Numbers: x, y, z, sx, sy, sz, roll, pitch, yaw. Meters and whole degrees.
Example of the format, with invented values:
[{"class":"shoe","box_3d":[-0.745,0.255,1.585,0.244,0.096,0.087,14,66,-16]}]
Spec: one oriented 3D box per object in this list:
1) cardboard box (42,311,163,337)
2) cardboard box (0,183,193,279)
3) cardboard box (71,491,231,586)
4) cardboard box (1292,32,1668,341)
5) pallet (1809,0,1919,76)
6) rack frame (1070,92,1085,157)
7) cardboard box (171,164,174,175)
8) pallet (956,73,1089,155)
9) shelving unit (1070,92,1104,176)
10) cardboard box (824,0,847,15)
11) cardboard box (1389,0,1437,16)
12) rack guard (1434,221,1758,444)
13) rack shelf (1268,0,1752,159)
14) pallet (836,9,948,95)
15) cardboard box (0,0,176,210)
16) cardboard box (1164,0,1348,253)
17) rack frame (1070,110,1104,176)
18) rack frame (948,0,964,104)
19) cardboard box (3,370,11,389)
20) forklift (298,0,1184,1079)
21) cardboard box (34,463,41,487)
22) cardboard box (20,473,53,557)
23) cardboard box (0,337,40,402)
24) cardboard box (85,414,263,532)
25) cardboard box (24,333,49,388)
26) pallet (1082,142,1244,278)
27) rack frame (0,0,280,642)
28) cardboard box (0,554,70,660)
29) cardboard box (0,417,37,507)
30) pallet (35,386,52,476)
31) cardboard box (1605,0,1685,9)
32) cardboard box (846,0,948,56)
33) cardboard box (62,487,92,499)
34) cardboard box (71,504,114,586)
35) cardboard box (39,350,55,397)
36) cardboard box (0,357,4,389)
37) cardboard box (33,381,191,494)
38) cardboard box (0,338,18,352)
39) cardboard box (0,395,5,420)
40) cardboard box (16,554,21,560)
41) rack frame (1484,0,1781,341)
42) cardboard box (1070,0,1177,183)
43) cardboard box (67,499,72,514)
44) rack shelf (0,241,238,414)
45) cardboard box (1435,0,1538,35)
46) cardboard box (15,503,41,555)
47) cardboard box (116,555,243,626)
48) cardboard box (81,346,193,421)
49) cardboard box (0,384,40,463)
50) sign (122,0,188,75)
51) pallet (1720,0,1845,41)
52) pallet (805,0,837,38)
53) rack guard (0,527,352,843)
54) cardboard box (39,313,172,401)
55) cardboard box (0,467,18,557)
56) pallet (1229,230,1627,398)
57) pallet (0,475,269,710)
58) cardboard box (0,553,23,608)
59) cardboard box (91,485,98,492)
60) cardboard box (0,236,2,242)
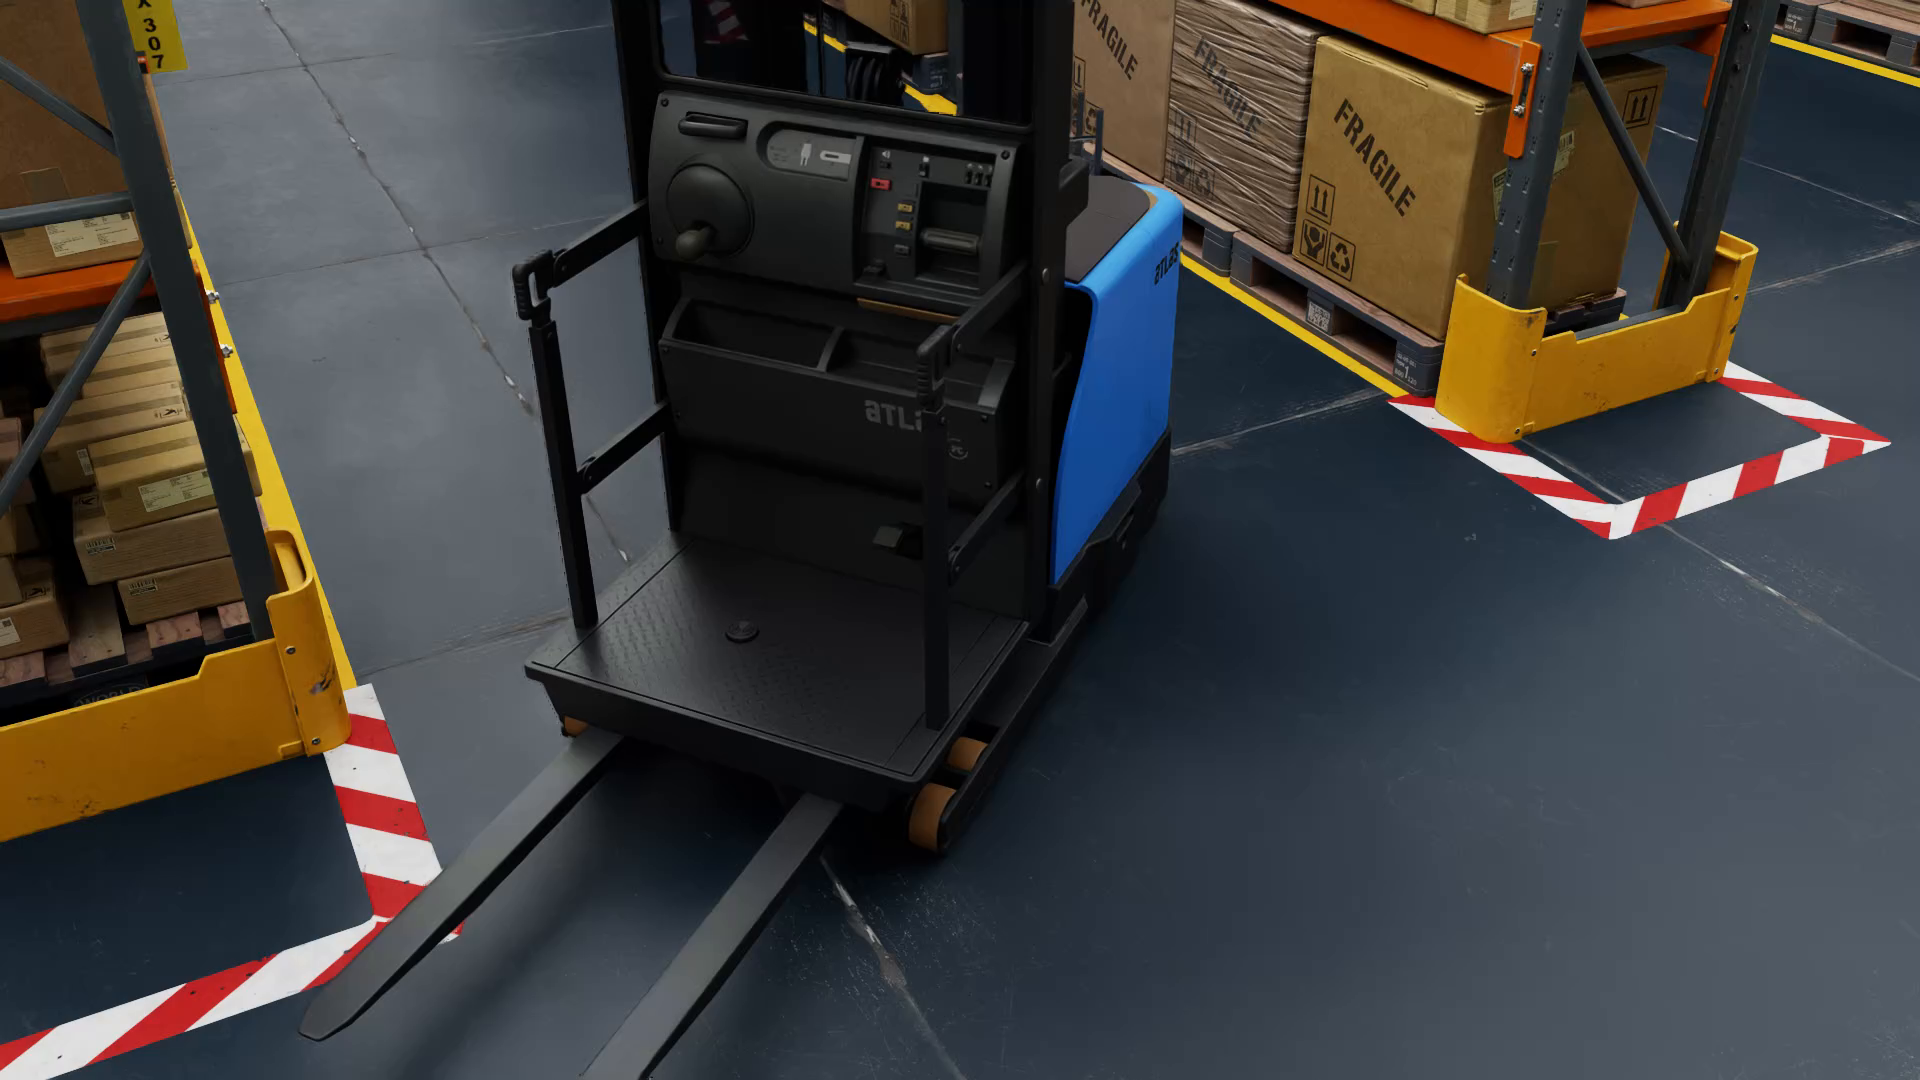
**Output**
[{"class":"cardboard box","box_3d":[-2.656,-0.673,5.222,0.380,0.149,0.250,-14,35,-21]},{"class":"cardboard box","box_3d":[-2.024,-0.756,3.882,0.380,0.149,0.250,-16,36,-23]},{"class":"cardboard box","box_3d":[-2.181,-0.041,4.511,0.380,0.149,0.250,-14,35,-21]},{"class":"cardboard box","box_3d":[1.902,-1.391,6.221,0.875,0.875,0.875,-16,36,-23]},{"class":"pallet","box_3d":[5.738,-2.880,9.550,1.003,0.211,1.213,-16,36,-23]},{"class":"rack frame","box_3d":[0.274,-0.886,5.520,0.240,1.200,0.006,-8,34,-13]},{"class":"cardboard box","box_3d":[-2.258,-1.009,4.277,0.380,0.149,0.250,-17,36,-24]},{"class":"pallet","box_3d":[0.692,-2.176,8.451,1.003,0.211,1.213,-16,36,-23]},{"class":"shelving unit","box_3d":[0.298,-0.838,5.445,0.258,1.200,0.189,-8,34,-13]},{"class":"cardboard box","box_3d":[-0.327,-3.741,9.890,1.225,0.875,0.875,-17,36,-25]},{"class":"cardboard box","box_3d":[1.692,-1.929,5.713,0.380,0.149,0.250,-15,36,-23]},{"class":"rack guard","box_3d":[2.283,-0.760,5.972,1.175,0.500,0.348,-16,36,-23]},{"class":"rack shelf","box_3d":[1.339,-2.475,7.000,1.077,0.370,4.000,-16,36,-23]},{"class":"pallet","box_3d":[-0.020,-2.908,9.593,1.003,0.211,1.213,-16,36,-23]},{"class":"cardboard box","box_3d":[-2.128,-1.075,3.780,0.500,0.500,0.500,-14,35,-21]},{"class":"cardboard box","box_3d":[1.478,-1.825,6.899,0.875,0.875,0.875,-16,36,-23]},{"class":"rack frame","box_3d":[0.322,-0.790,5.371,0.240,1.200,0.006,-8,34,-13]},{"class":"rack frame","box_3d":[0.407,-3.733,8.296,1.000,3.000,0.127,-16,36,-23]},{"class":"cardboard box","box_3d":[-3.260,-0.401,5.348,0.380,0.149,0.250,-15,36,-22]},{"class":"forklift","box_3d":[-0.397,-0.740,3.687,1.130,2.935,3.031,14,35,20]},{"class":"cardboard box","box_3d":[-2.976,-0.159,4.971,0.380,0.149,0.250,-15,36,-23]},{"class":"cardboard box","box_3d":[-2.850,-0.045,4.792,0.380,0.149,0.250,-16,36,-23]},{"class":"cardboard box","box_3d":[-3.312,-0.540,5.566,0.380,0.149,0.250,-15,36,-22]},{"class":"cardboard box","box_3d":[-2.107,-0.187,4.463,0.380,0.149,0.250,-18,37,-25]},{"class":"cardboard box","box_3d":[-2.845,-0.652,5.464,0.380,0.149,0.250,-14,35,-21]},{"class":"pallet","box_3d":[1.265,-1.593,7.541,1.003,0.211,1.213,-16,36,-23]},{"class":"rack frame","box_3d":[-2.163,-0.624,3.444,1.000,3.000,0.127,-16,36,-23]},{"class":"cardboard box","box_3d":[-2.593,0.200,4.410,0.380,0.149,0.250,-15,36,-22]},{"class":"cardboard box","box_3d":[-2.701,-0.175,4.444,0.380,0.149,0.250,-15,36,-22]},{"class":"pallet","box_3d":[-3.111,-0.465,5.780,1.003,0.211,1.213,-16,36,-23]},{"class":"cardboard box","box_3d":[2.398,-1.970,5.778,0.380,0.149,0.250,-15,36,-23]},{"class":"cardboard box","box_3d":[0.090,-3.315,9.224,1.225,0.875,0.875,-16,36,-23]},{"class":"cardboard box","box_3d":[-2.451,-0.280,4.884,0.380,0.149,0.250,-15,36,-23]},{"class":"cardboard box","box_3d":[-2.319,-0.036,4.779,0.380,0.149,0.250,-16,36,-23]},{"class":"cardboard box","box_3d":[-2.682,-0.533,5.278,0.380,0.149,0.250,-18,37,-25]},{"class":"cardboard box","box_3d":[-3.262,-0.525,5.266,0.380,0.149,0.250,-14,35,-21]},{"class":"cardboard box","box_3d":[-2.342,-0.288,4.621,0.380,0.149,0.250,-15,36,-22]},{"class":"cardboard box","box_3d":[-3.198,-0.674,5.223,0.380,0.149,0.250,-17,36,-25]},{"class":"cardboard box","box_3d":[-2.999,-0.406,4.805,0.380,0.149,0.250,-17,37,-25]},{"class":"cardboard box","box_3d":[-2.803,0.103,4.562,0.380,0.149,0.250,-15,35,-22]},{"class":"rack frame","box_3d":[2.272,-1.824,5.316,1.000,3.000,0.127,-16,36,-23]},{"class":"cardboard box","box_3d":[1.063,-2.250,7.562,0.875,0.875,0.875,-16,36,-23]},{"class":"cardboard box","box_3d":[-2.441,-0.152,4.961,0.380,0.149,0.250,-15,36,-23]},{"class":"rack shelf","box_3d":[-3.096,-1.276,5.128,1.077,0.370,4.000,-16,36,-23]},{"class":"cardboard box","box_3d":[1.814,-1.805,5.520,0.380,0.149,0.250,-15,36,-22]},{"class":"cardboard box","box_3d":[-2.736,-0.044,4.517,0.380,0.149,0.250,-17,36,-24]},{"class":"cardboard box","box_3d":[-2.124,0.069,4.616,0.380,0.149,0.250,-15,36,-22]},{"class":"cardboard box","box_3d":[-2.346,-0.441,4.859,0.380,0.149,0.250,-16,36,-23]},{"class":"cardboard box","box_3d":[-2.940,-0.308,4.928,0.380,0.149,0.250,-16,36,-24]},{"class":"sign","box_3d":[-1.683,-1.125,3.424,0.100,0.325,0.005,-16,36,-23]},{"class":"pallet","box_3d":[5.165,-3.463,10.460,1.003,0.211,1.213,-16,36,-23]},{"class":"pallet","box_3d":[-0.593,-3.491,10.503,1.003,0.211,1.213,-16,36,-23]},{"class":"rack guard","box_3d":[-2.199,0.392,4.175,1.175,0.500,0.348,-16,36,-23]},{"class":"cardboard box","box_3d":[-2.535,-0.538,5.011,0.380,0.149,0.250,-18,37,-25]},{"class":"cardboard box","box_3d":[-2.634,-0.040,4.234,0.380,0.149,0.250,-15,36,-23]},{"class":"pallet","box_3d":[1.830,-1.011,6.633,1.003,0.211,1.213,-16,36,-23]},{"class":"pallet","box_3d":[-2.546,0.117,4.872,1.003,0.211,1.213,-16,36,-23]},{"class":"cardboard box","box_3d":[-2.662,0.094,4.301,0.380,0.149,0.250,-17,36,-24]},{"class":"cardboard box","box_3d":[-2.258,-0.186,4.737,0.380,0.149,0.250,-16,36,-23]},{"class":"cardboard box","box_3d":[-2.180,-0.867,4.055,0.380,0.149,0.250,-15,35,-21]}]
